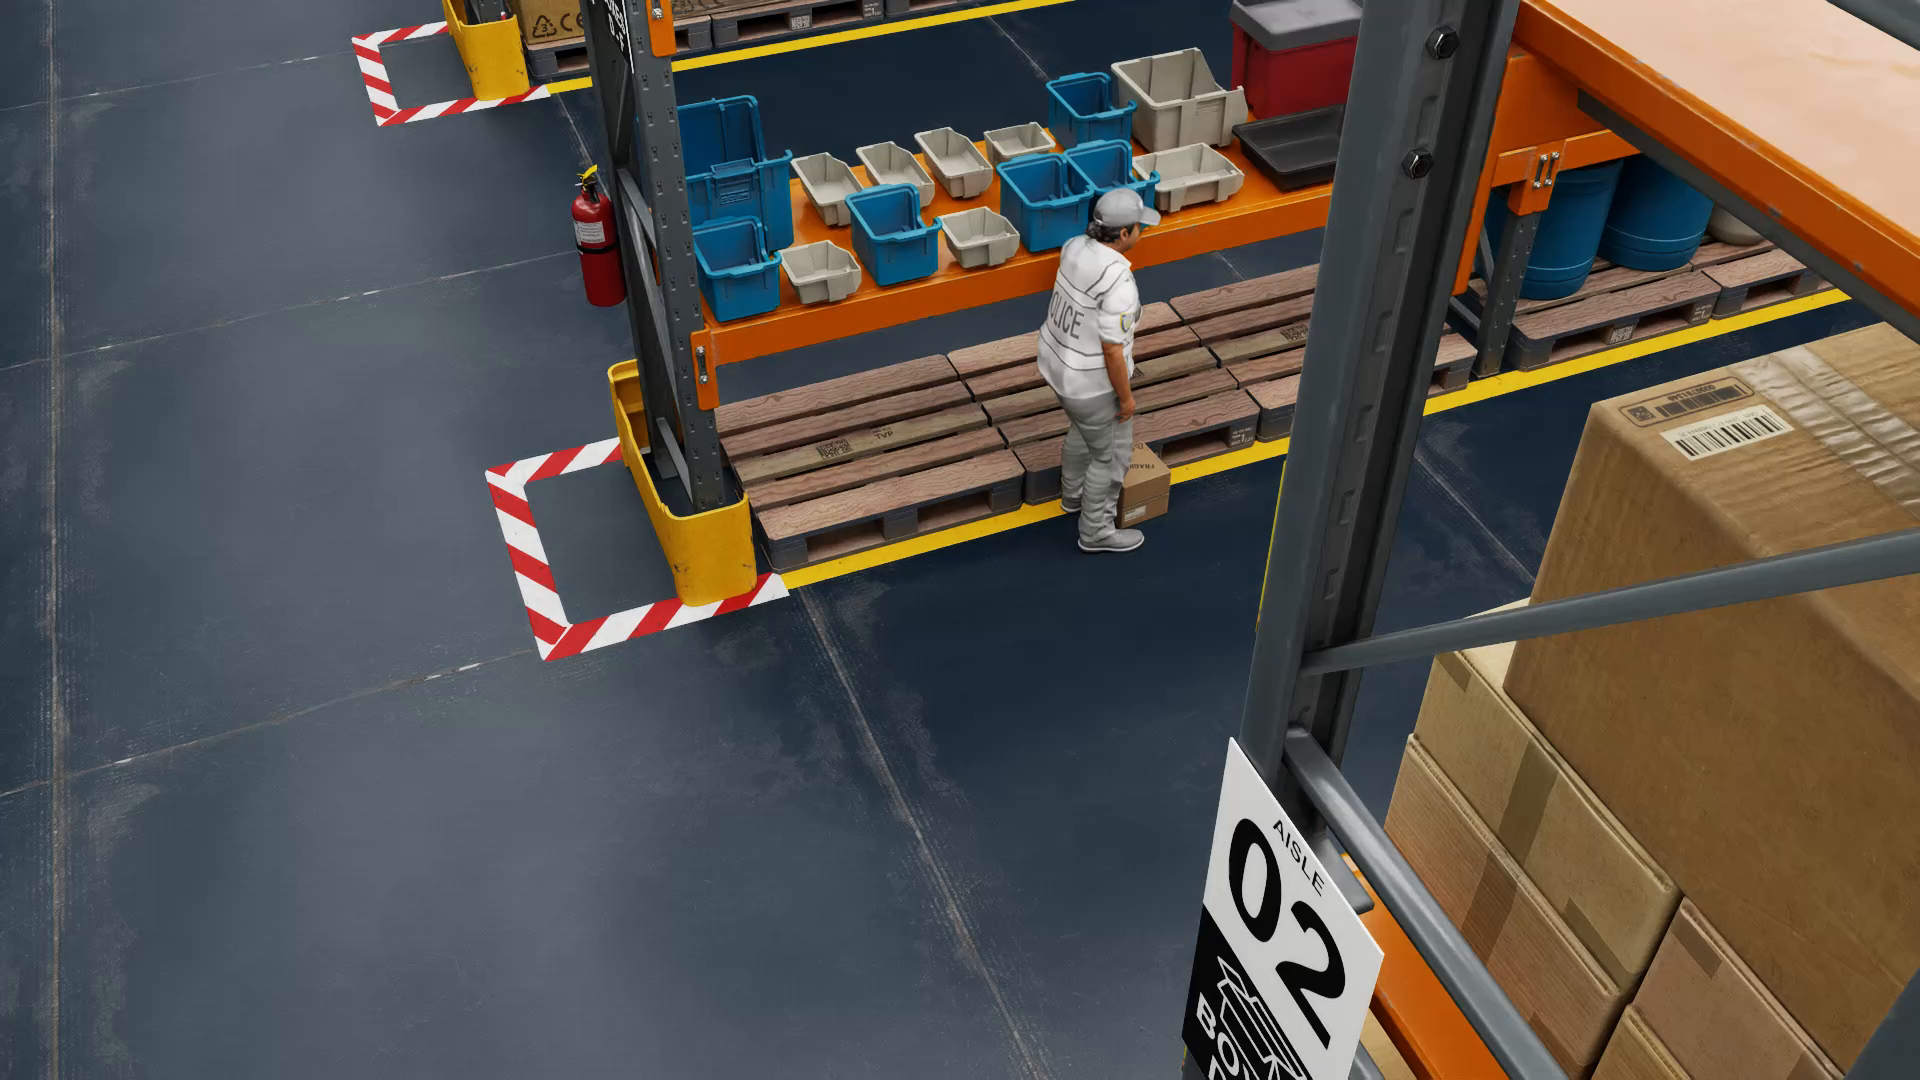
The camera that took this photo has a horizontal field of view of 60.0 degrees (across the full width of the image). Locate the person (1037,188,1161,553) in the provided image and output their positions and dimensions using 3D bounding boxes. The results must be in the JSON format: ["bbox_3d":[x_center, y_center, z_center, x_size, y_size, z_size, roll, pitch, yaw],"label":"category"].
[{"bbox_3d":[0.587,-0.711,7.019,0.470,1.666,0.543,-16,44,-17],"label":"person"}]
